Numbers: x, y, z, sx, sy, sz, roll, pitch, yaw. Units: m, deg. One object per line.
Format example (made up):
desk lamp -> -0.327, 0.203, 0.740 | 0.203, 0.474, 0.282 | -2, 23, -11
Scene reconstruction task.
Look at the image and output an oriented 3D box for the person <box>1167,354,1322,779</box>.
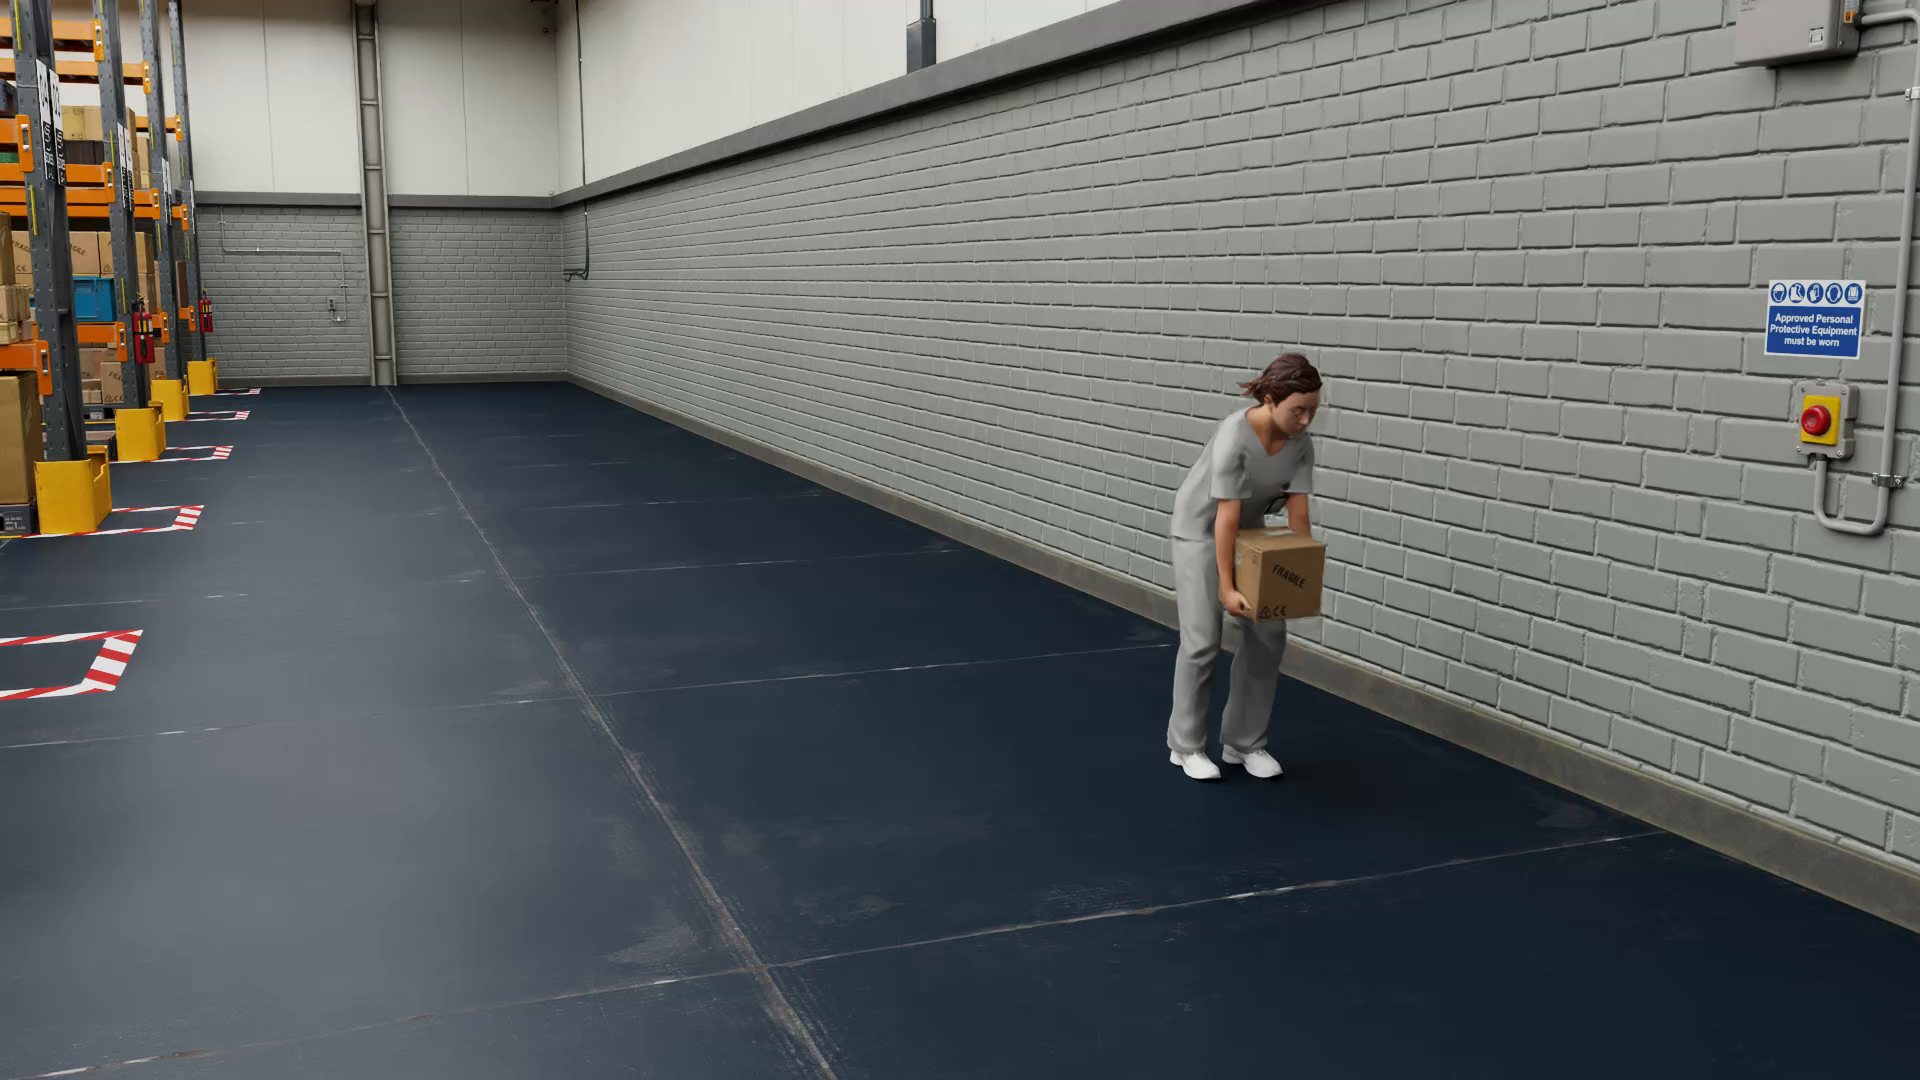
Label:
person -> 1.003, 0.102, 5.772 | 0.406, 1.509, 0.672 | -4, 10, -22
